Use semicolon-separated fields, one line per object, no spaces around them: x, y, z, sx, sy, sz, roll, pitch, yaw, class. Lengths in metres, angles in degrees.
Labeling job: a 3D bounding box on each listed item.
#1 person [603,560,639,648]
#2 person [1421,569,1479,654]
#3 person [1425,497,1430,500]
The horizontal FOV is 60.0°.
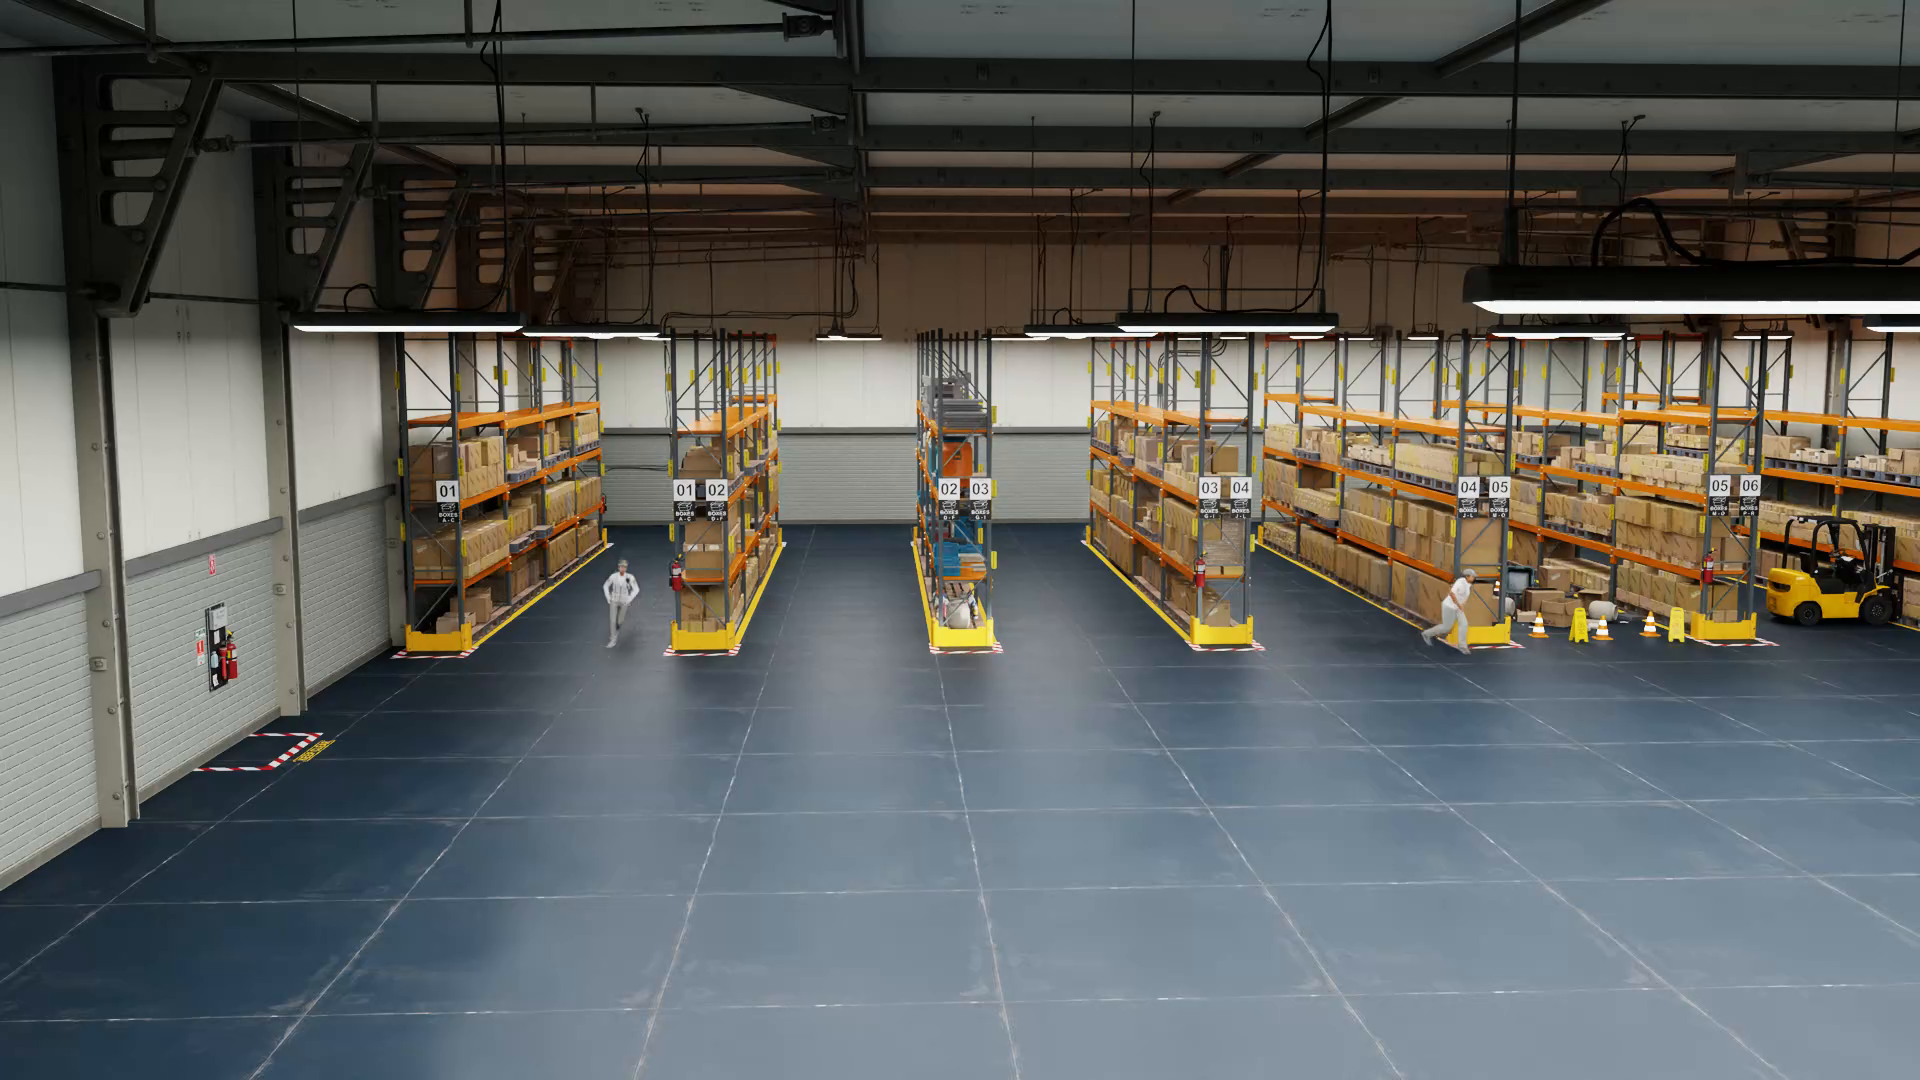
-6.469;1.184;31.747;0.676;1.651;0.701;-1;7;-10;person
9.130;1.316;30.983;1.013;1.620;0.632;3;7;26;person
13.972;-0.917;49.311;0.776;1.718;0.644;1;7;12;person
